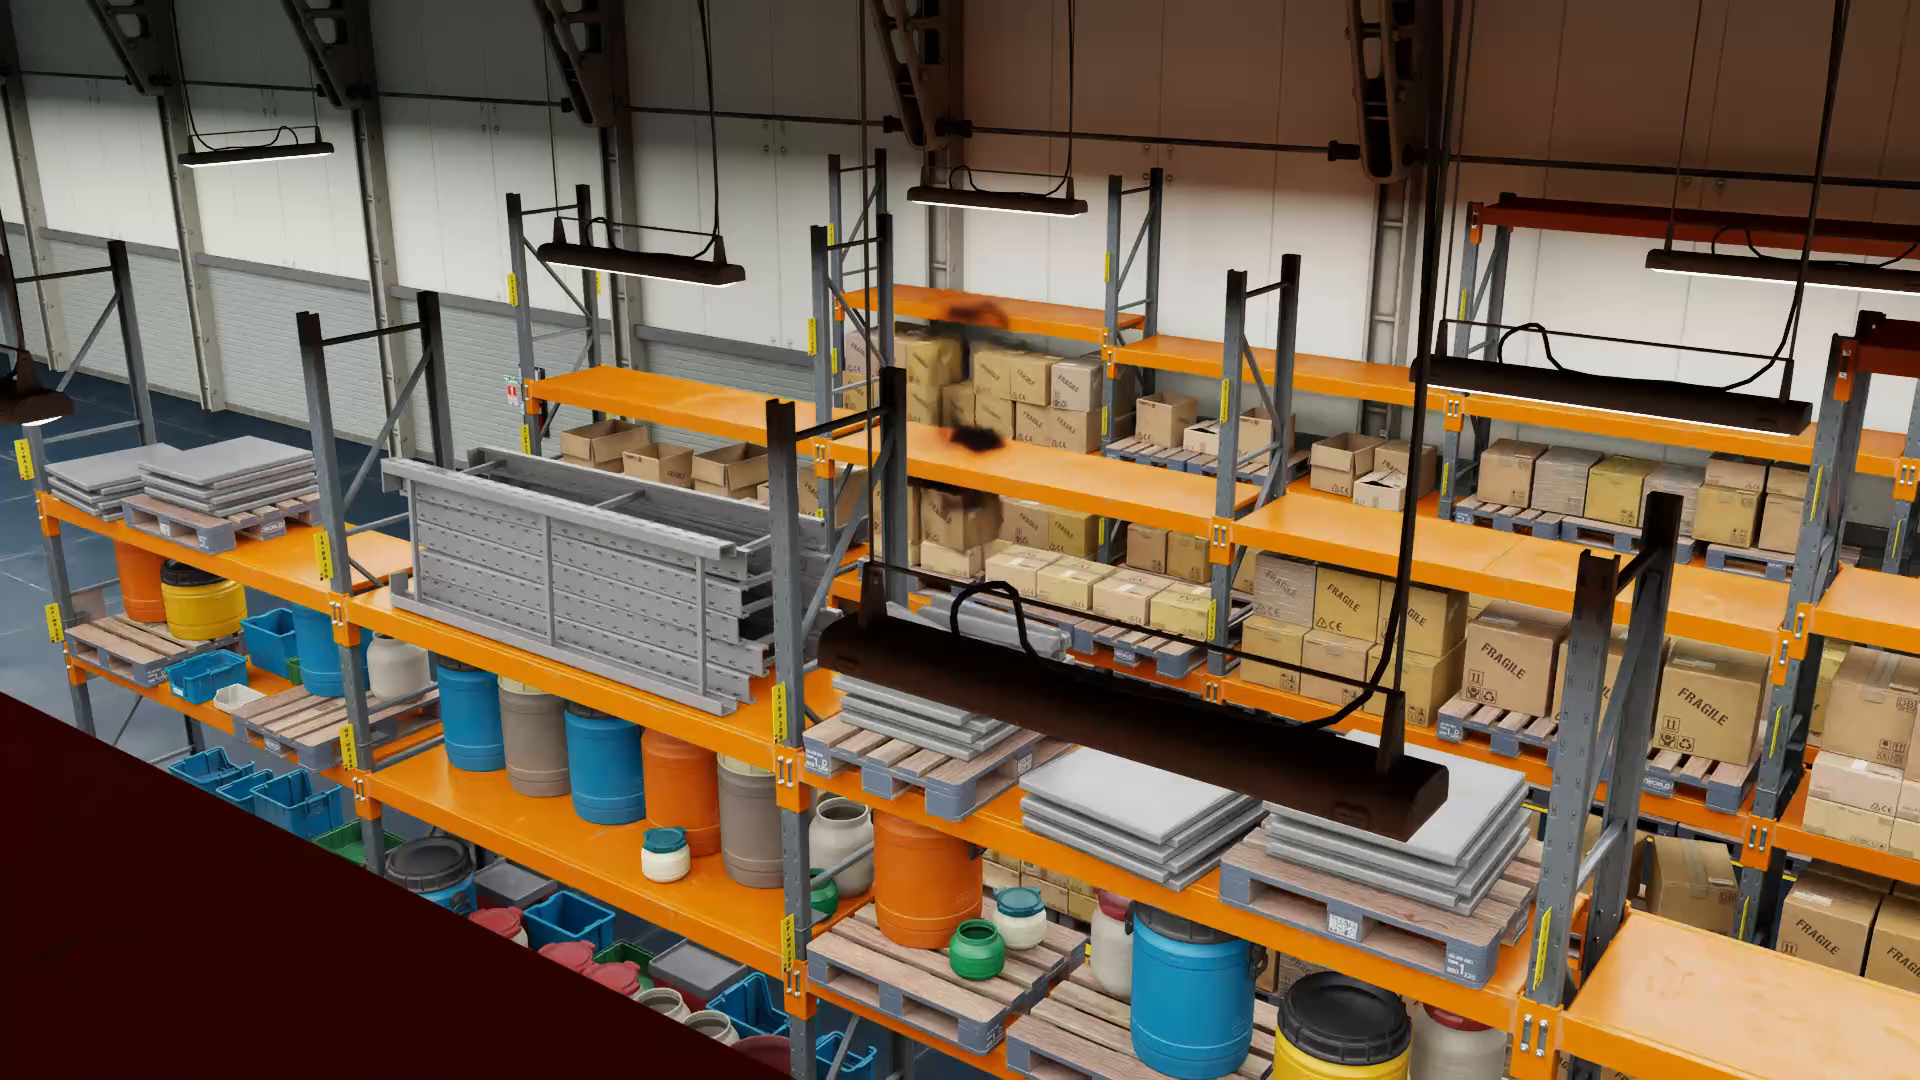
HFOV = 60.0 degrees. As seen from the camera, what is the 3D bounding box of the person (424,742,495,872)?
[{"bbox_3d":[-4.635,2.404,15.271,0.738,1.699,0.645,6,19,16],"label":"person"}]
